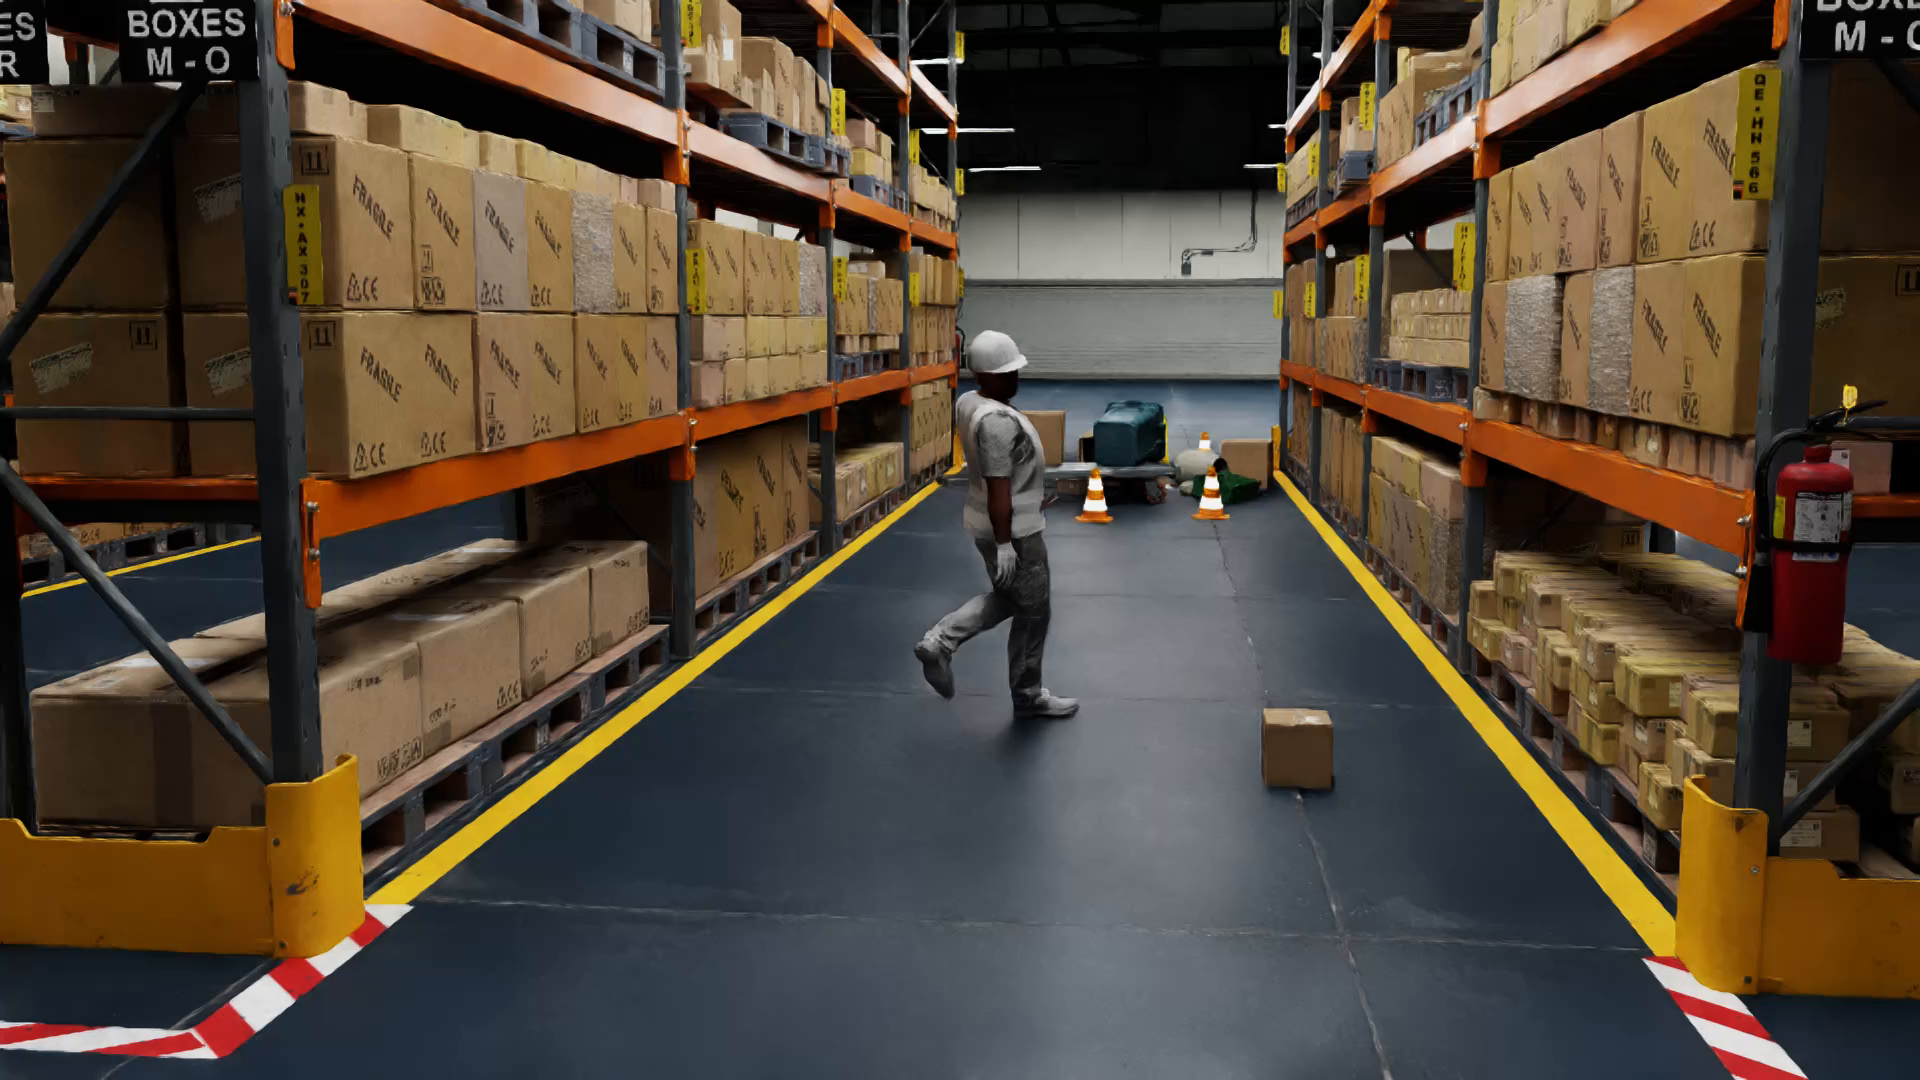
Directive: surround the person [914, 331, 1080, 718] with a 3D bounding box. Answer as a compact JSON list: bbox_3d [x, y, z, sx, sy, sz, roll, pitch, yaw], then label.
[{"bbox_3d":[0.200,-0.041,7.236,0.766,1.726,0.619,-2,8,-13],"label":"person"}]
